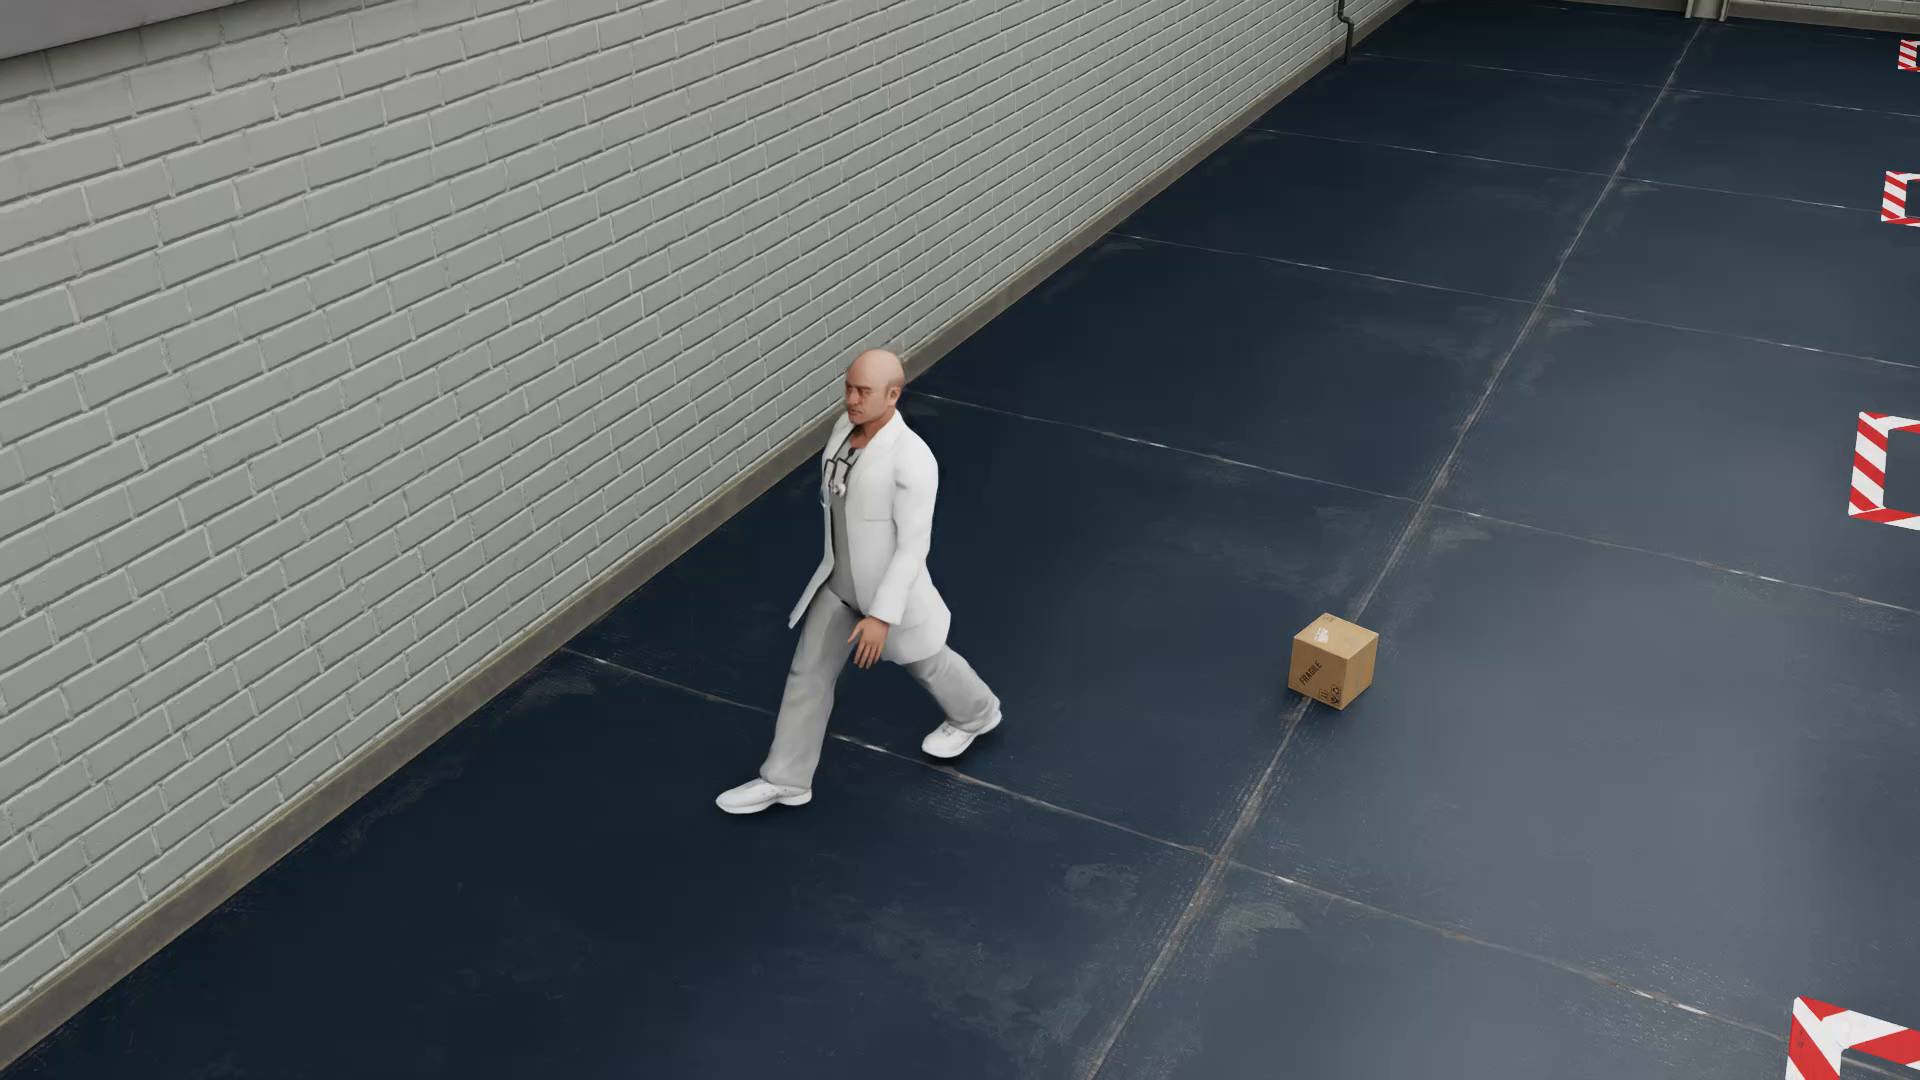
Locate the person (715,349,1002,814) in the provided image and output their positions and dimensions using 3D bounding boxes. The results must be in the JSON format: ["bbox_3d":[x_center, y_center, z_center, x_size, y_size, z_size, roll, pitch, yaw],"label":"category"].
[{"bbox_3d":[-0.337,0.158,5.864,1.157,1.718,0.612,-25,38,-37],"label":"person"}]
